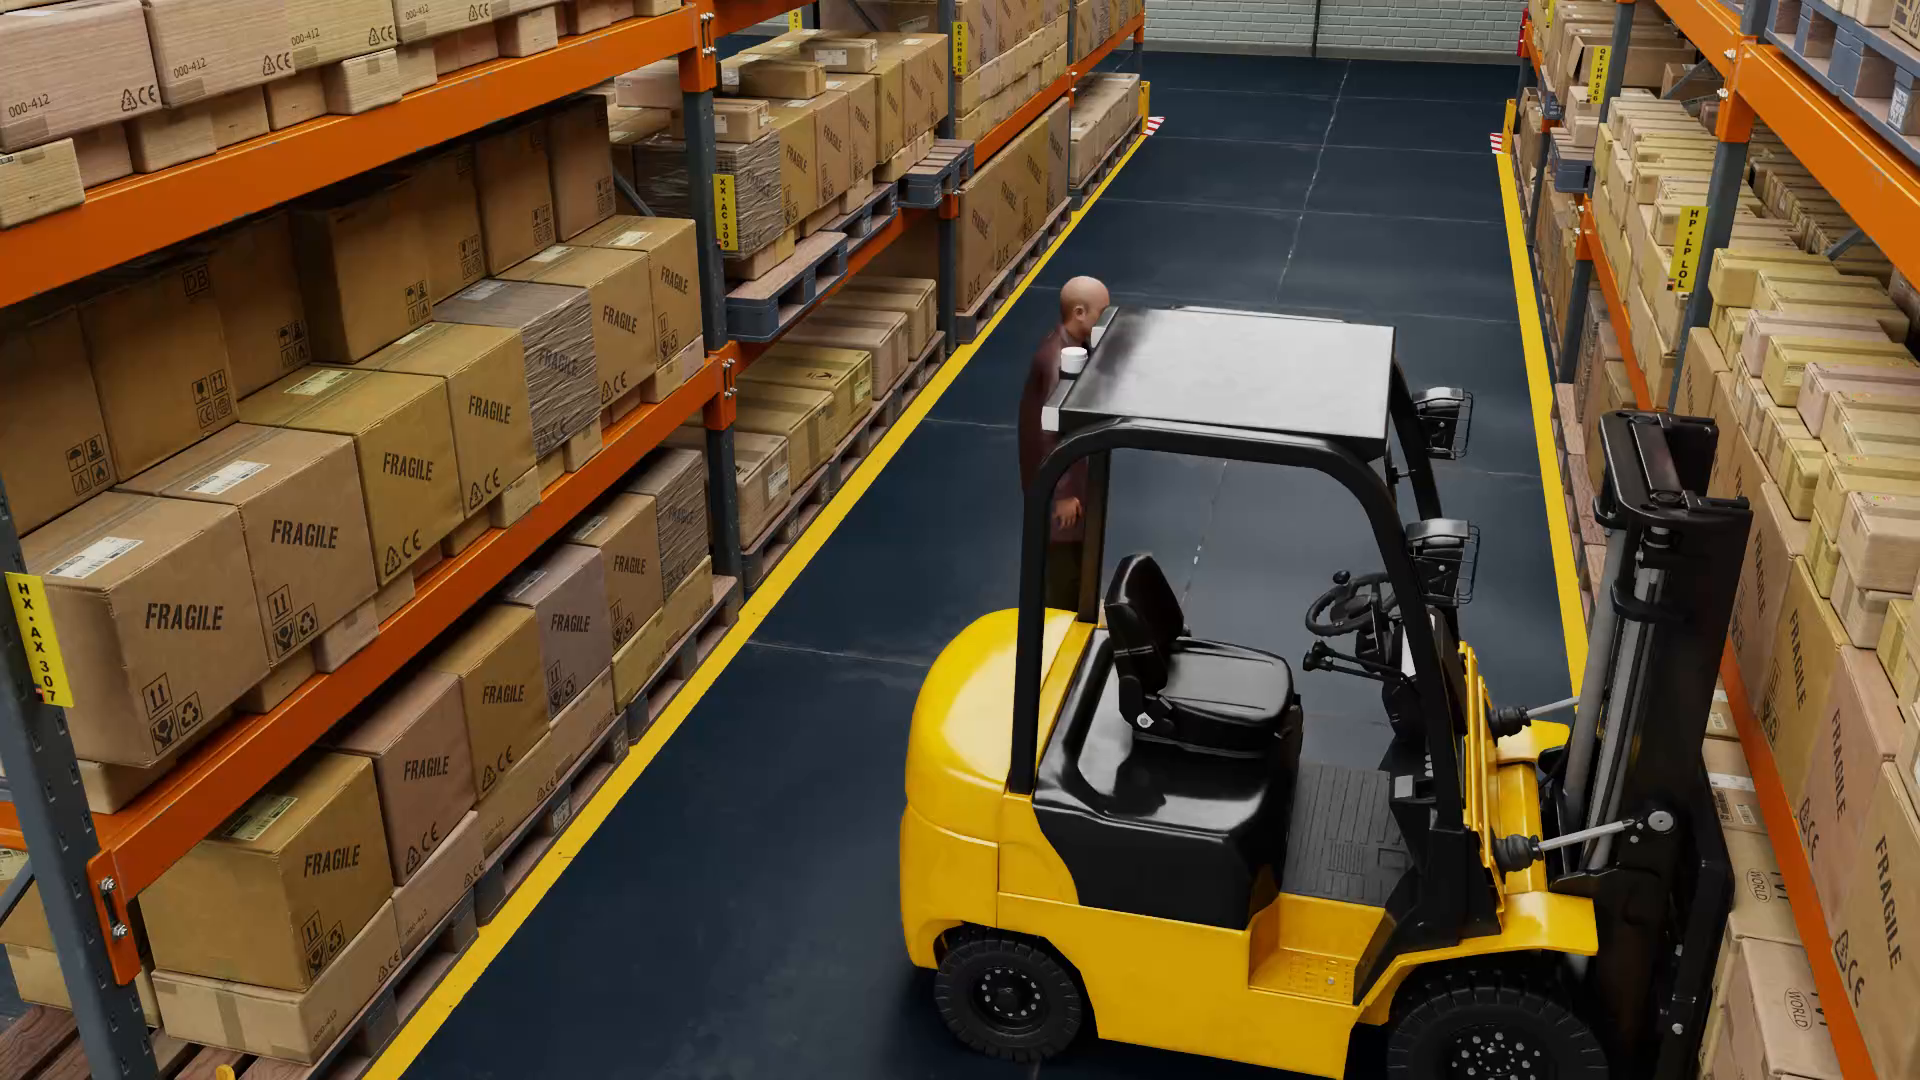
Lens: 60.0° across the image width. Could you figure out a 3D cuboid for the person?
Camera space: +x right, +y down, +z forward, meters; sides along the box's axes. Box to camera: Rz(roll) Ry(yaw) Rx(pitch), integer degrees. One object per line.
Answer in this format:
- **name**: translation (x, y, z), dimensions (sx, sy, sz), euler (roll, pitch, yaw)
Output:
- **person**: translation (0.462, -0.276, 7.219), dimensions (0.429, 1.772, 0.650), euler (5, 25, 10)
